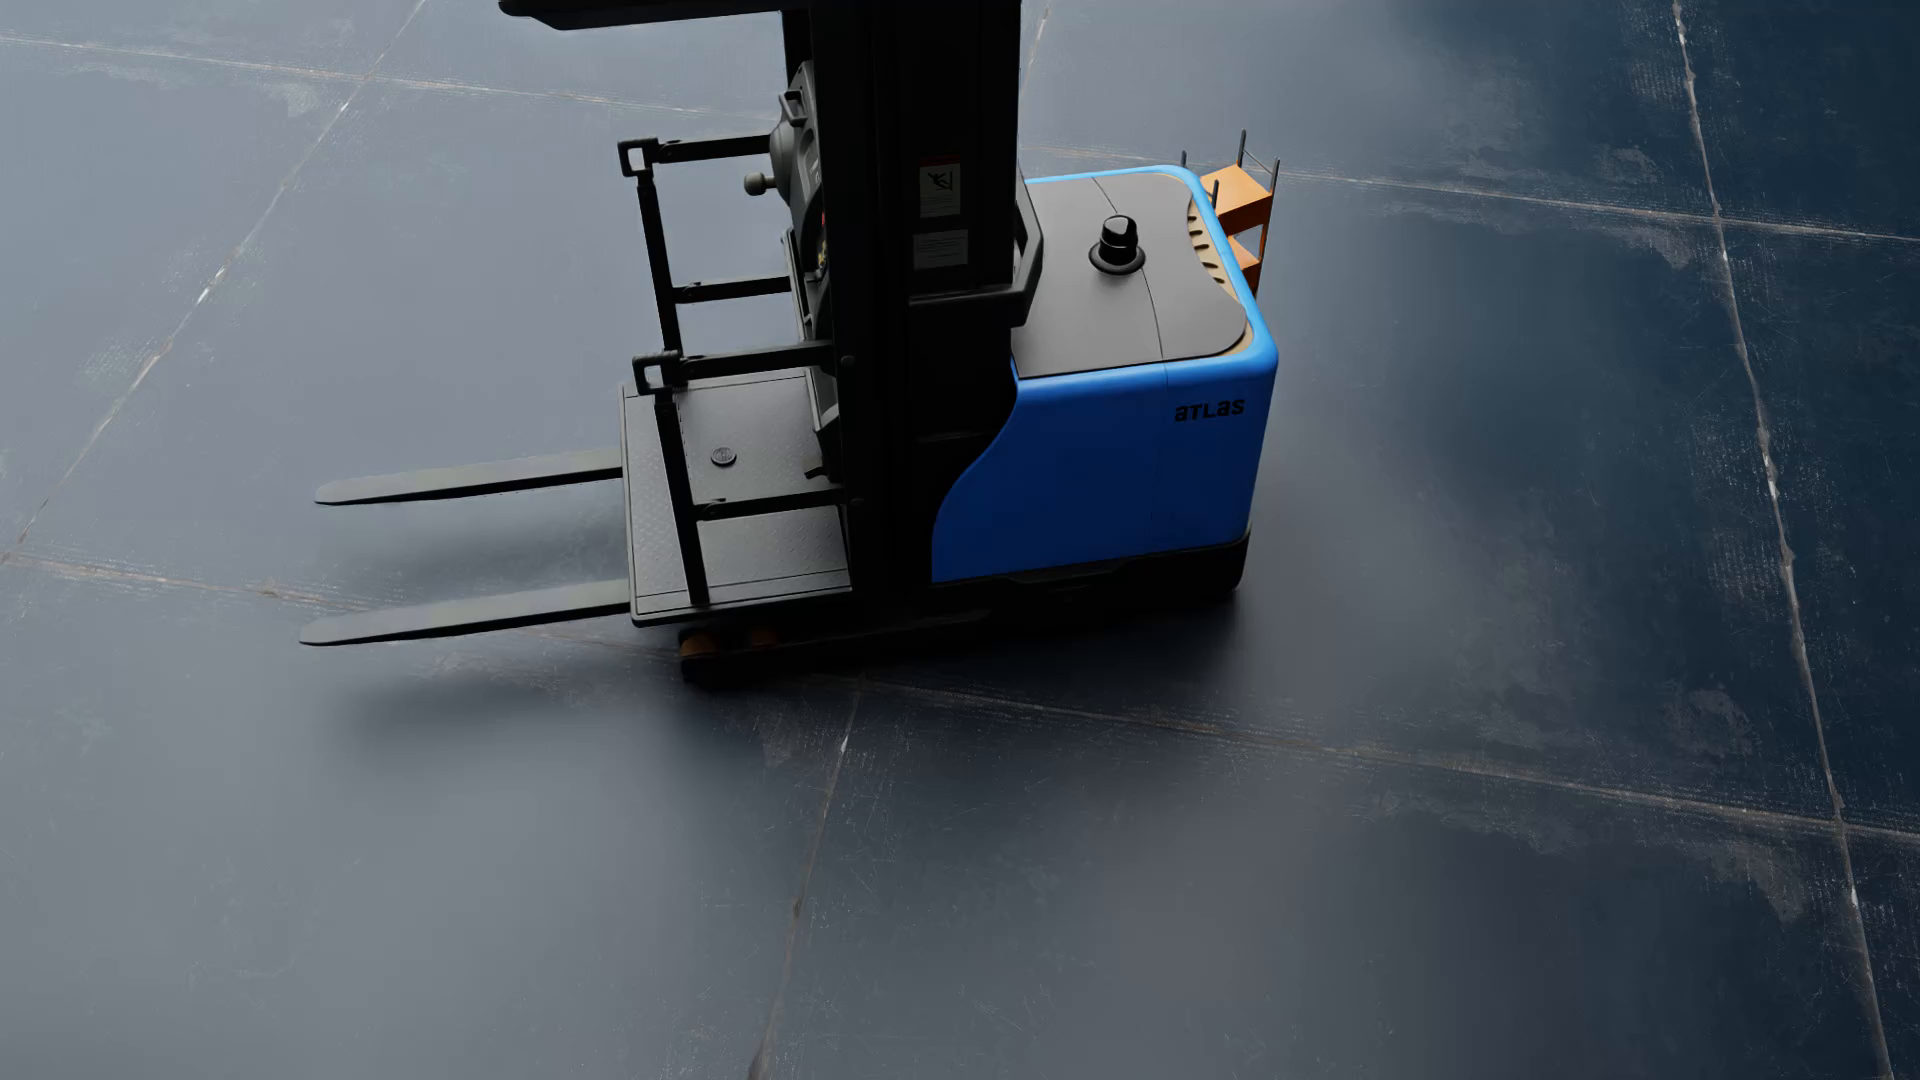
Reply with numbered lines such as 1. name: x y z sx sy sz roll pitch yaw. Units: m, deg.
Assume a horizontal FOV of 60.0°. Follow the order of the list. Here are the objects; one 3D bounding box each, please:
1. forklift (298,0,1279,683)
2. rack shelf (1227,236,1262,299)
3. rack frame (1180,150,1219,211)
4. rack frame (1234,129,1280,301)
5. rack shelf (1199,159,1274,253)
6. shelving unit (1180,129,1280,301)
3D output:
1. forklift: -0.623 -0.953 4.635 3.031 2.935 1.130 -8 48 -7
2. rack shelf: 0.893 -0.912 5.878 0.240 0.259 0.215 -23 52 -19
3. rack frame: 0.787 -0.874 5.829 0.008 1.050 0.200 -23 52 -19
4. rack frame: 0.998 -0.964 5.911 0.008 1.050 0.200 -23 52 -19
5. rack shelf: 0.893 -1.102 5.667 0.240 0.259 0.215 -23 52 -19
6. shelving unit: 0.893 -0.919 5.870 0.252 1.050 0.215 -23 52 -19
